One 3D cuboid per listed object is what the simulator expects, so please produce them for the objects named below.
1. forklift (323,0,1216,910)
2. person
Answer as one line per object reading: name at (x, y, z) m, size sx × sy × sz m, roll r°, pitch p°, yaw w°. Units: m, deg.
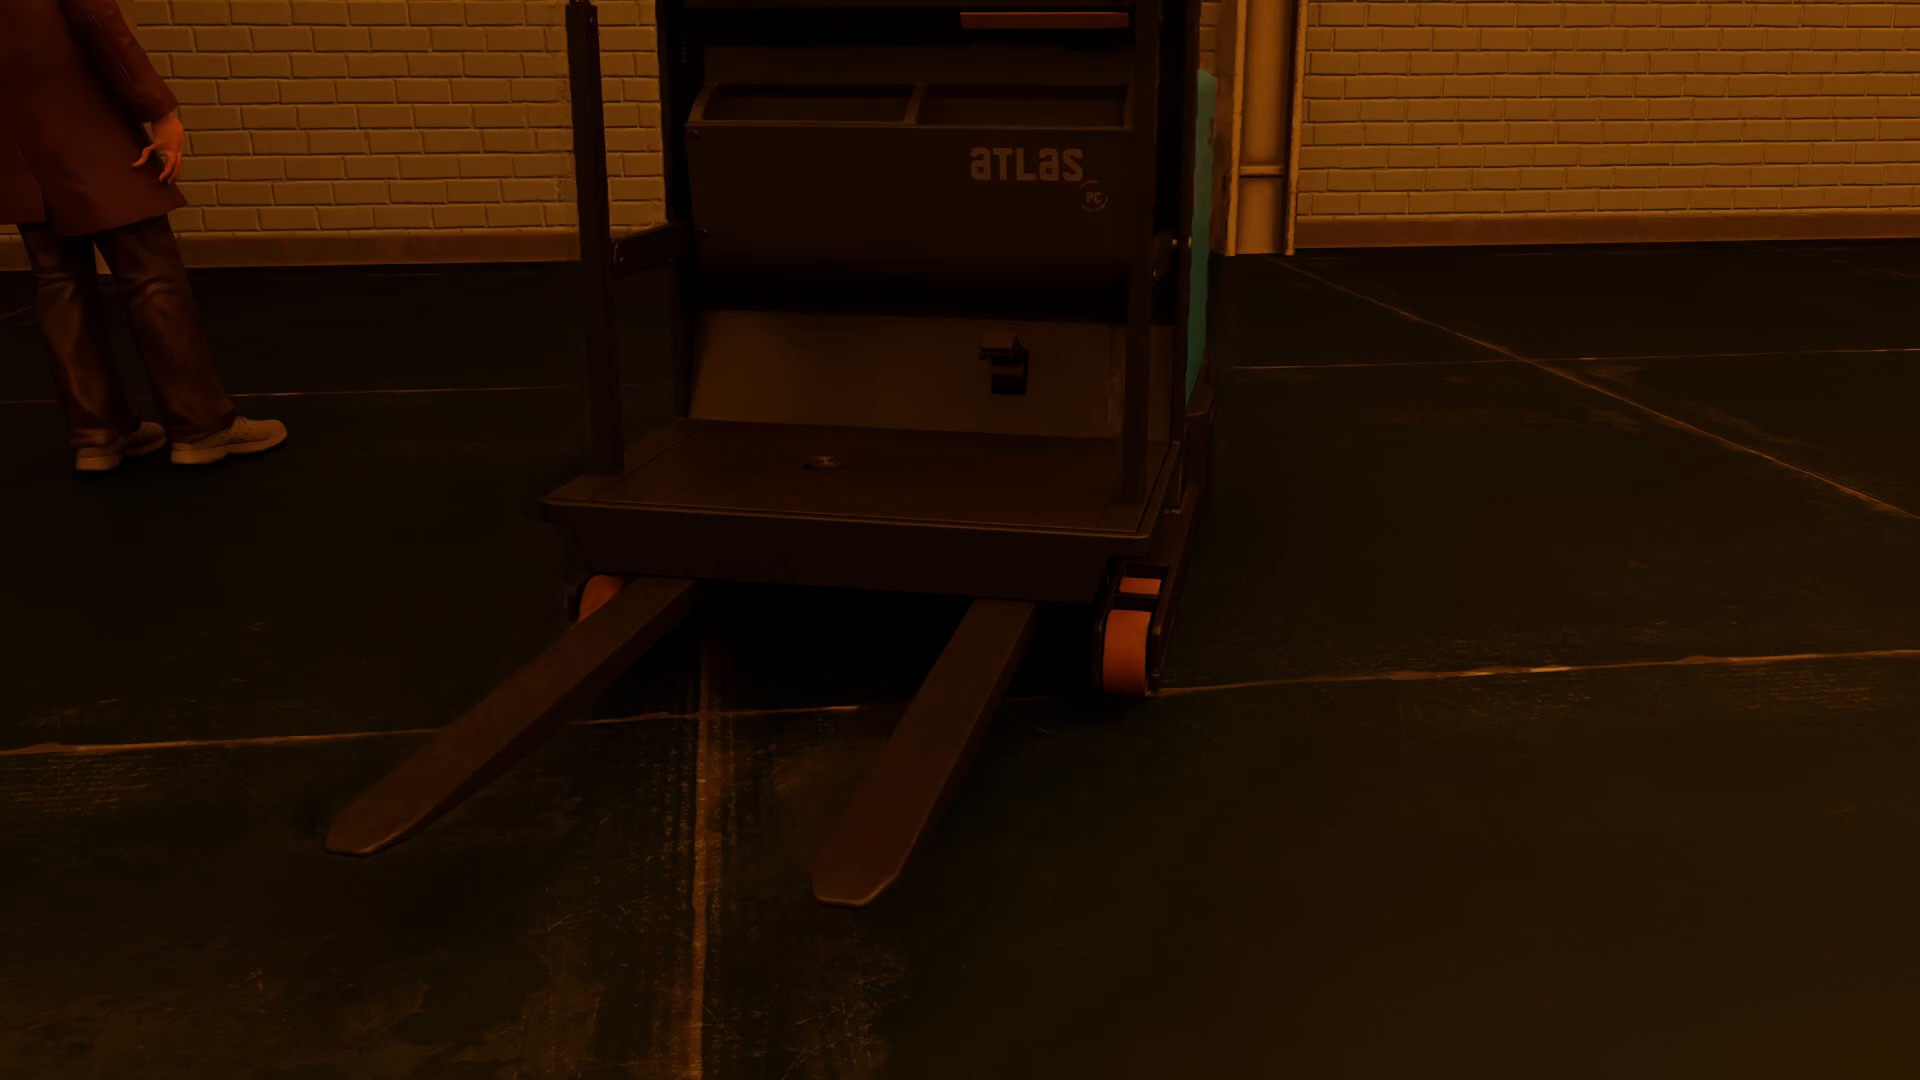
forklift at (-0.124, -1.231, 2.971) m, size 1.130 × 2.935 × 3.031 m, roll 3°, pitch 17°, yaw 11°
person at (-2.332, -1.082, 4.453) m, size 0.699 × 1.777 × 0.583 m, roll 5°, pitch 17°, yaw 15°
